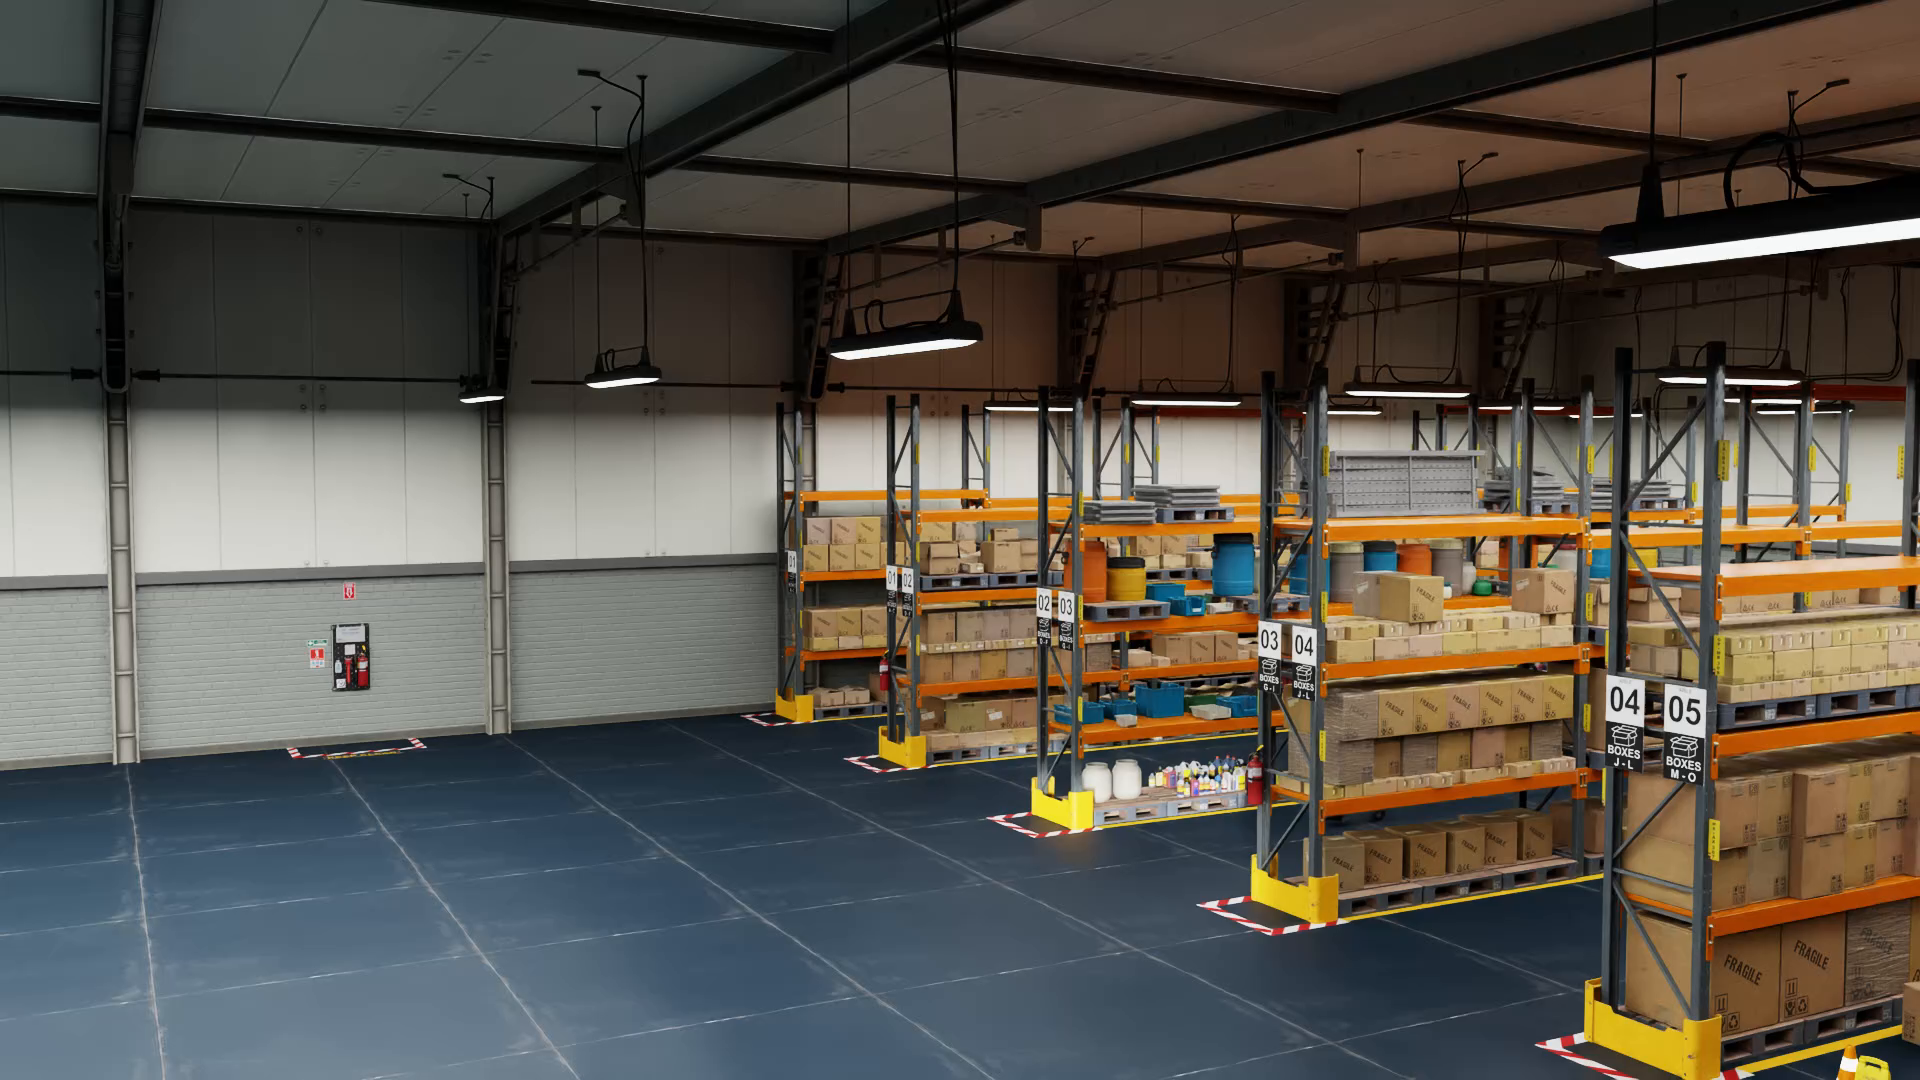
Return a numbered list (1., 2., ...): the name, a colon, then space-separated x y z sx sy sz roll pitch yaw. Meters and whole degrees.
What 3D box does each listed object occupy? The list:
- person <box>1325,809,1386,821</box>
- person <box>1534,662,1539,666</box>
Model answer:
1. person: 5.445 3.019 22.768 1.033 1.665 0.559 -2 4 -35
2. person: 12.774 2.285 36.359 1.058 1.610 0.469 -2 4 -30
